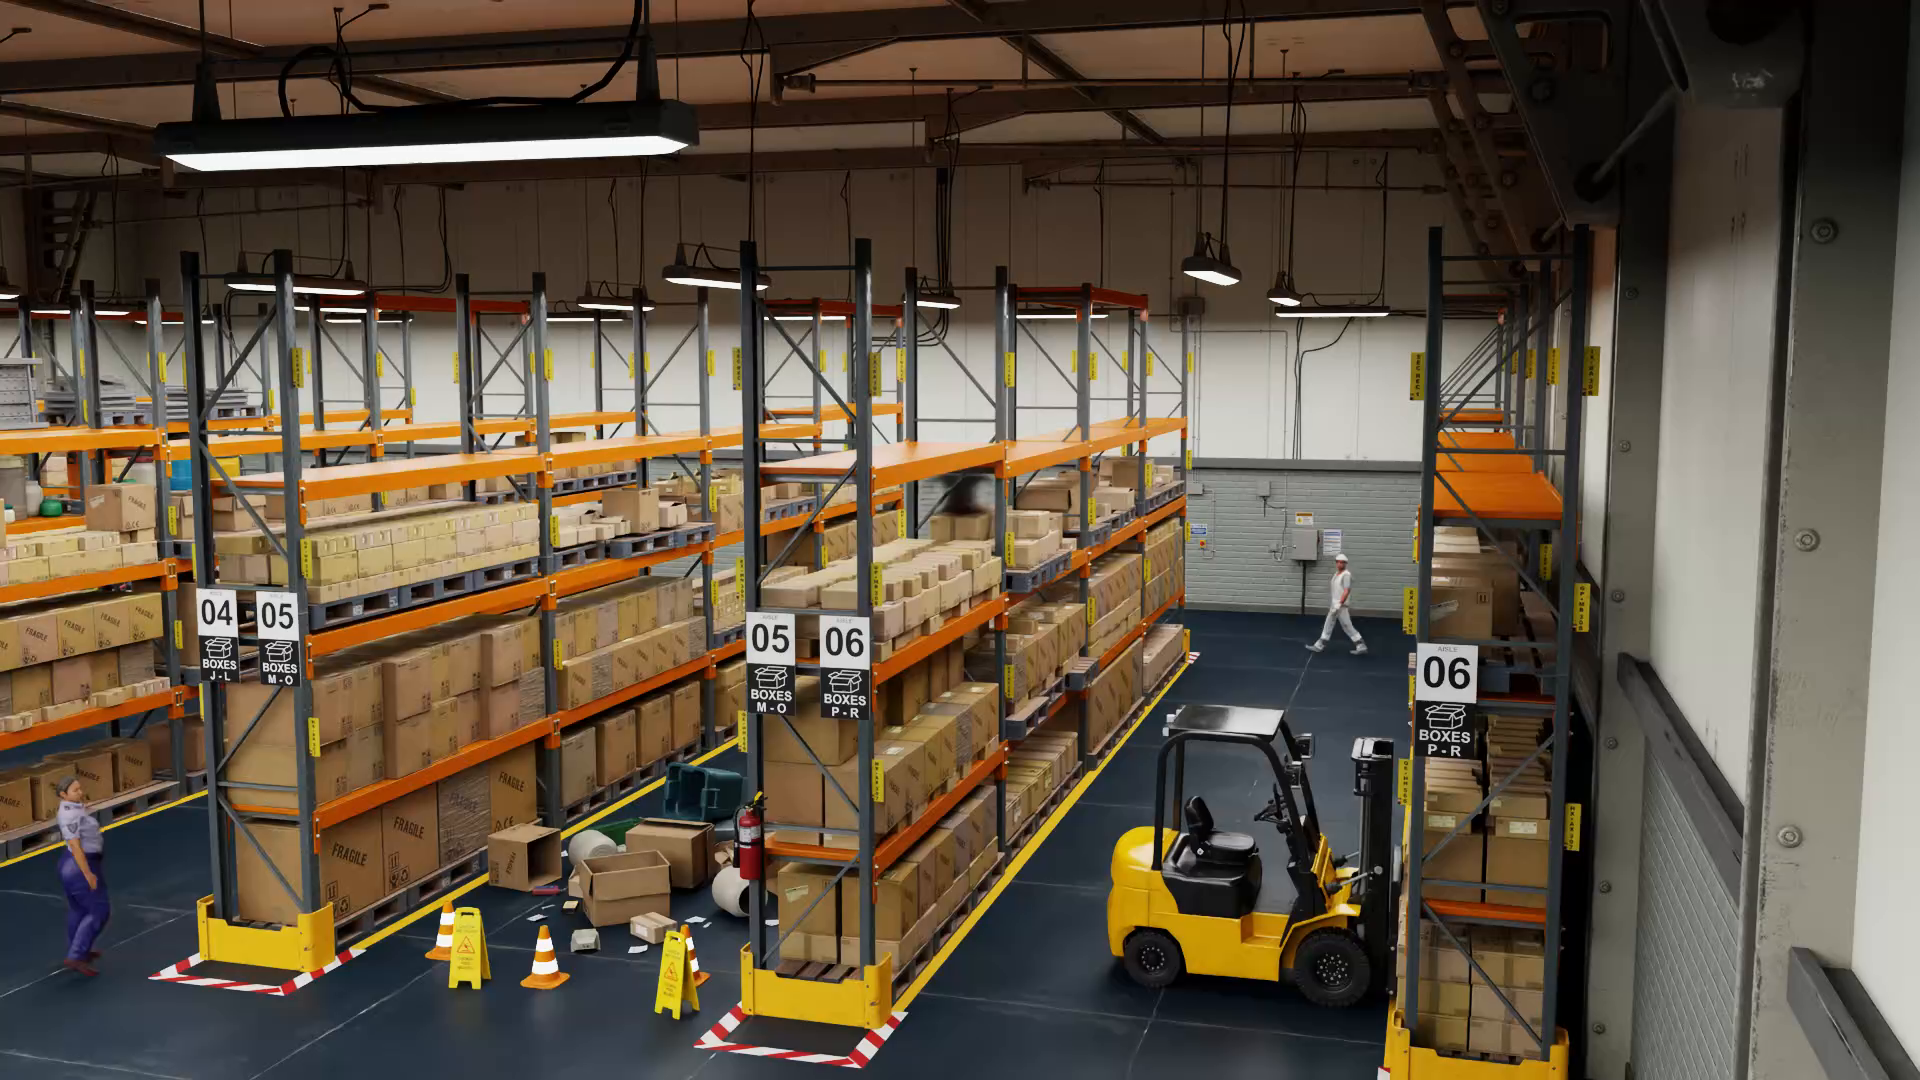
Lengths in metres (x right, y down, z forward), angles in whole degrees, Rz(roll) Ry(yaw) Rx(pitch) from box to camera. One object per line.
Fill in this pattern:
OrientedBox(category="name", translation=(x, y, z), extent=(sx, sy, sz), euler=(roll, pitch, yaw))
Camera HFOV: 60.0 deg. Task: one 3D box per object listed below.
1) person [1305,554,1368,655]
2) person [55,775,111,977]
OrientedBox(category="person", translation=(6.468, 1.100, 28.502), extent=(1.069, 1.726, 0.706), euler=(2, 7, 15))
OrientedBox(category="person", translation=(-7.389, 2.804, 13.957), extent=(0.377, 1.672, 0.620), euler=(-5, 8, -38))
